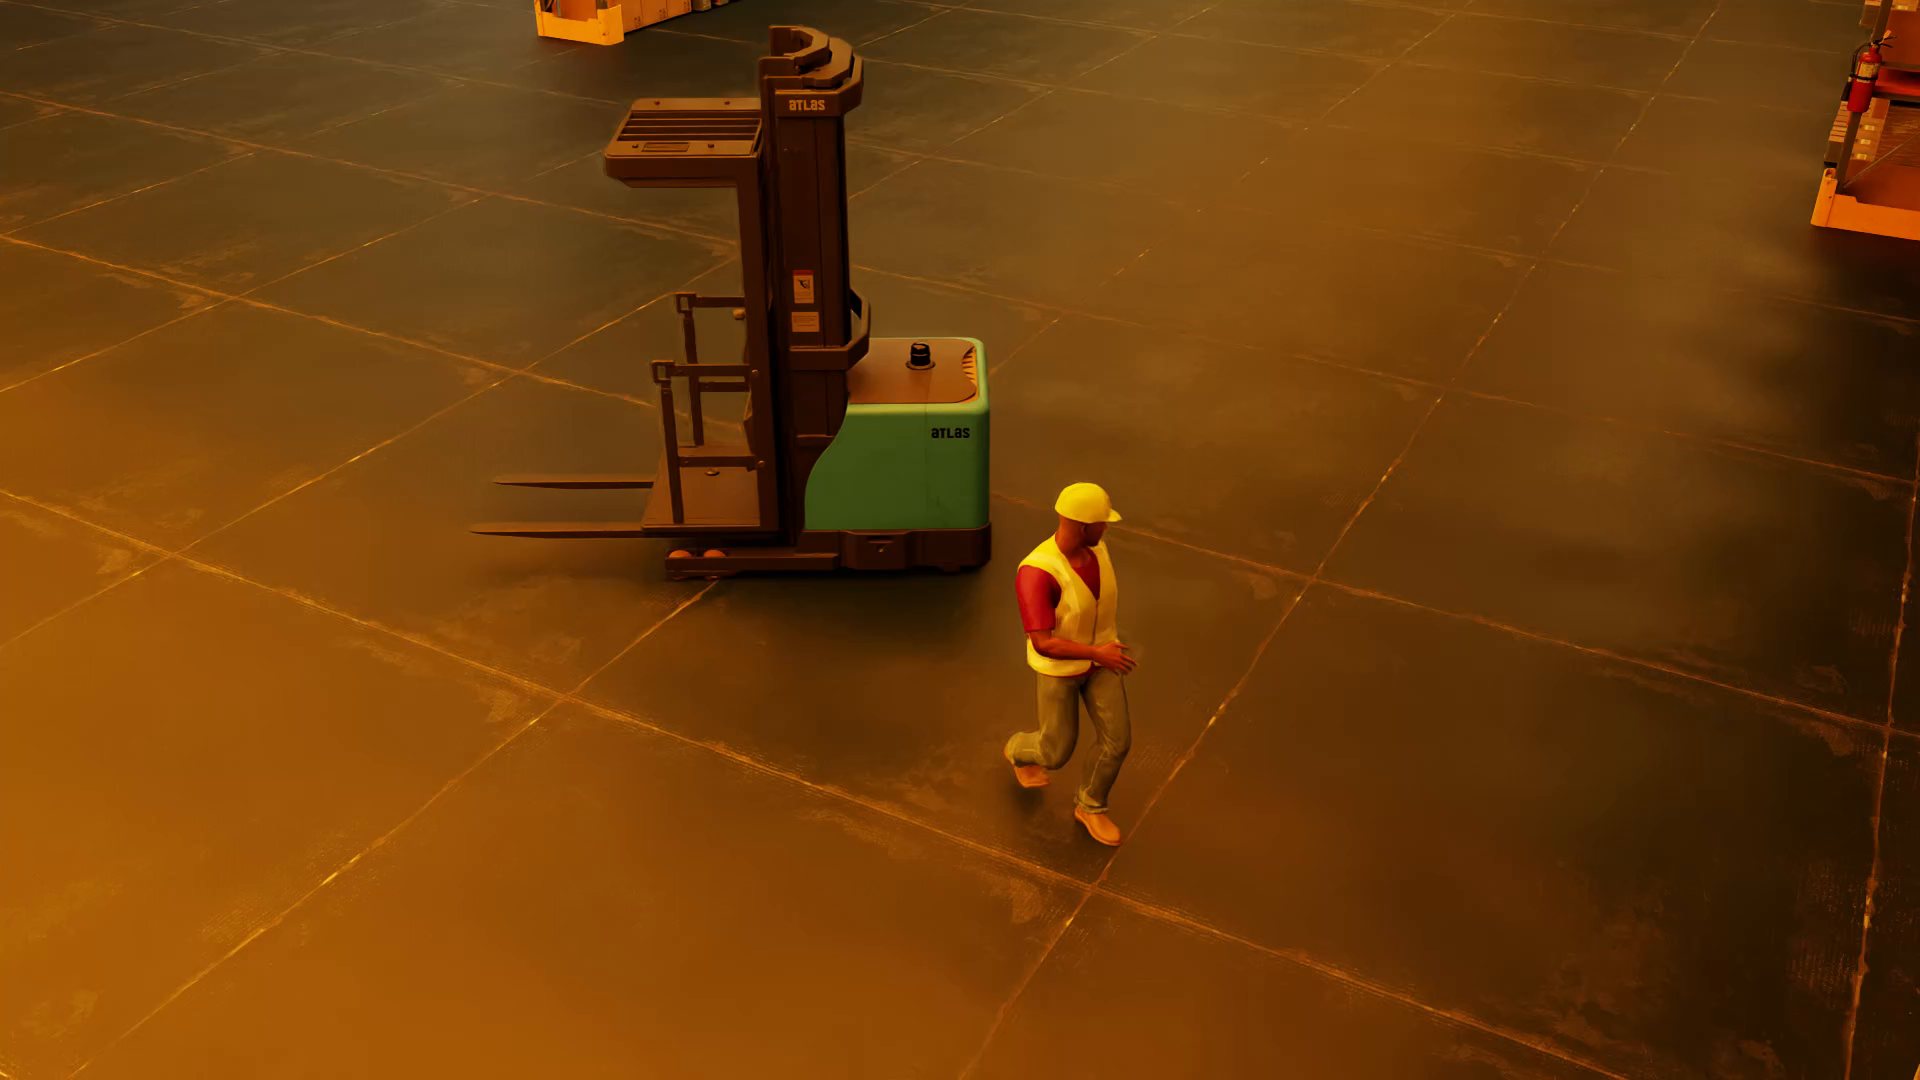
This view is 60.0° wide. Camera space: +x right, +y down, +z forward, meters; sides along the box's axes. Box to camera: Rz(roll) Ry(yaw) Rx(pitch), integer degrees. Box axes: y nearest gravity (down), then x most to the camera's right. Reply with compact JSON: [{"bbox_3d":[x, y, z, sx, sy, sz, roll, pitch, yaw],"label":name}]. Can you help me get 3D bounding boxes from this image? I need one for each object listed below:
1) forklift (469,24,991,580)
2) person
[{"bbox_3d":[-1.343,-1.308,9.338,3.031,2.935,1.130,-1,30,-1],"label":"forklift"},{"bbox_3d":[0.515,0.506,7.449,0.655,1.693,0.791,-15,33,-25],"label":"person"}]
